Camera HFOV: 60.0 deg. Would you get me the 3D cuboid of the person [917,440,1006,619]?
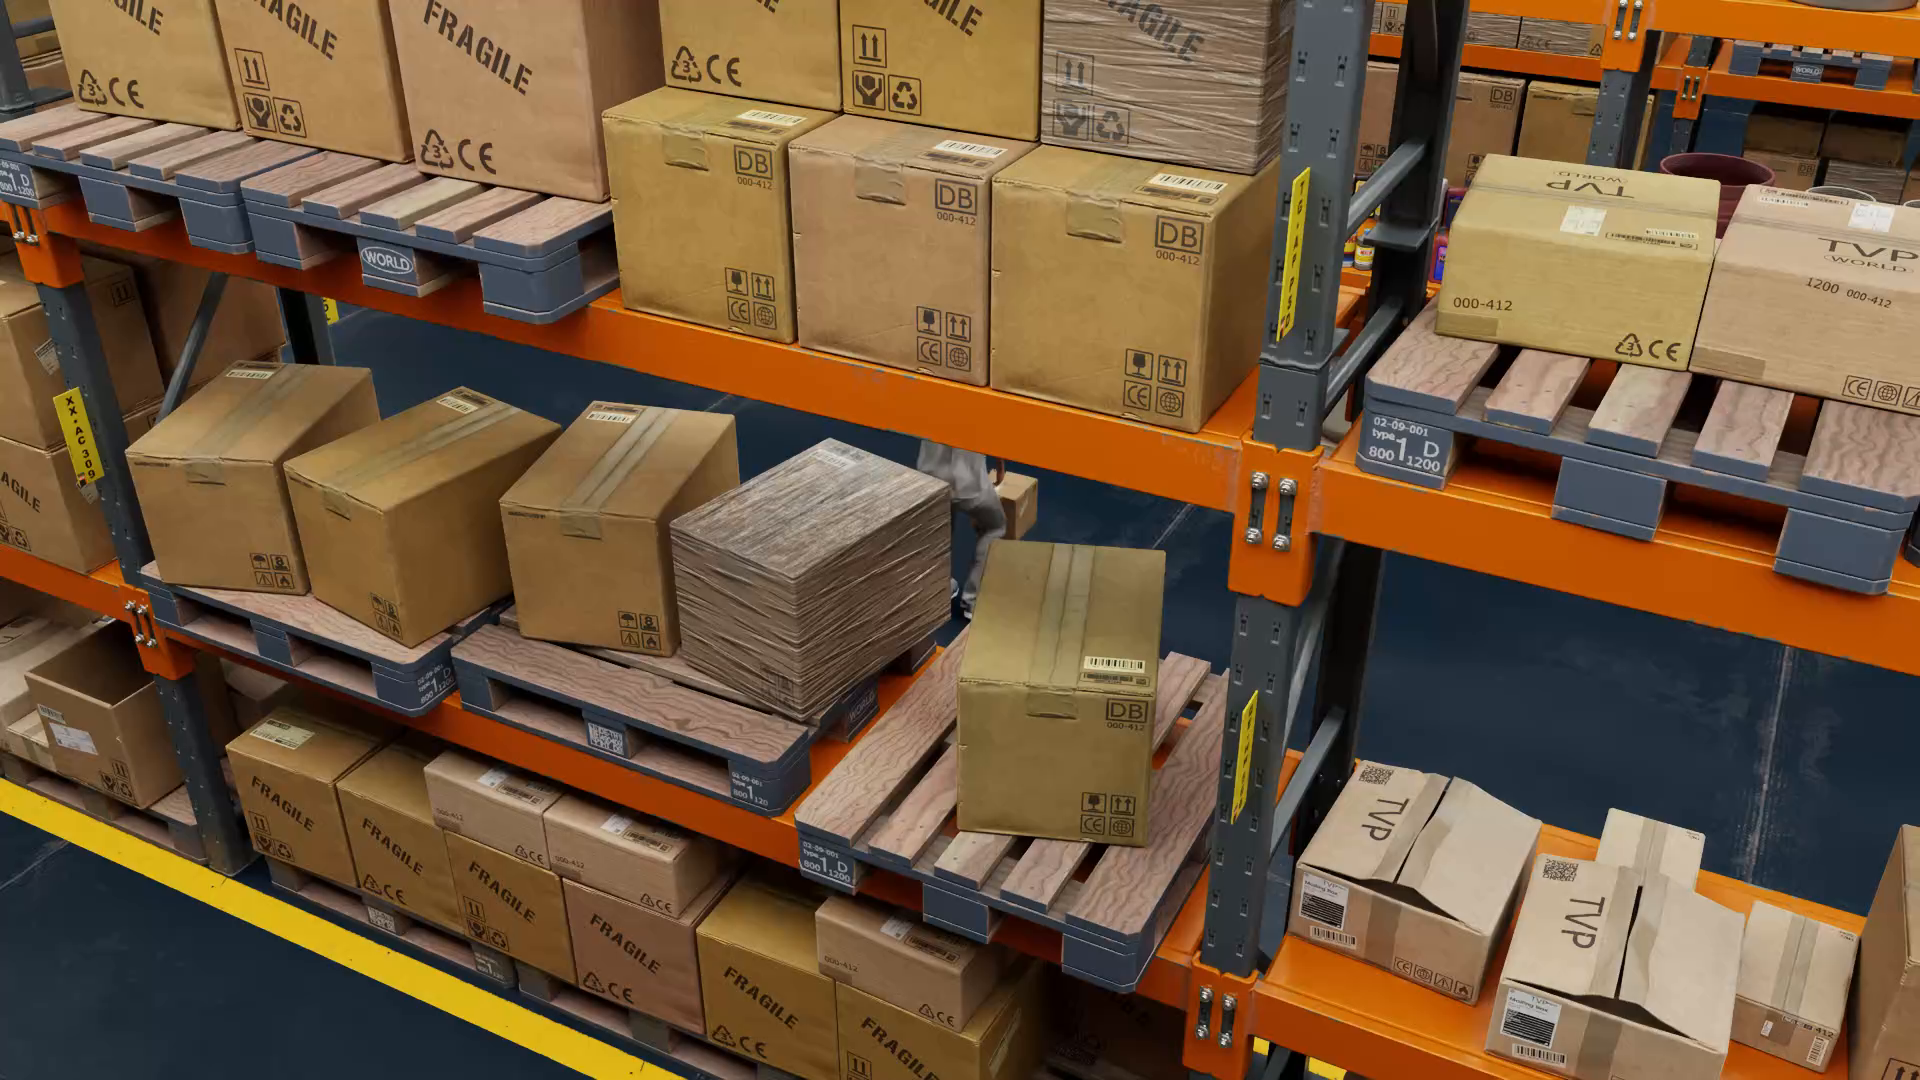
[{"bbox_3d":[-0.011,-0.308,7.841,0.454,1.429,0.539,15,34,24],"label":"person"}]
